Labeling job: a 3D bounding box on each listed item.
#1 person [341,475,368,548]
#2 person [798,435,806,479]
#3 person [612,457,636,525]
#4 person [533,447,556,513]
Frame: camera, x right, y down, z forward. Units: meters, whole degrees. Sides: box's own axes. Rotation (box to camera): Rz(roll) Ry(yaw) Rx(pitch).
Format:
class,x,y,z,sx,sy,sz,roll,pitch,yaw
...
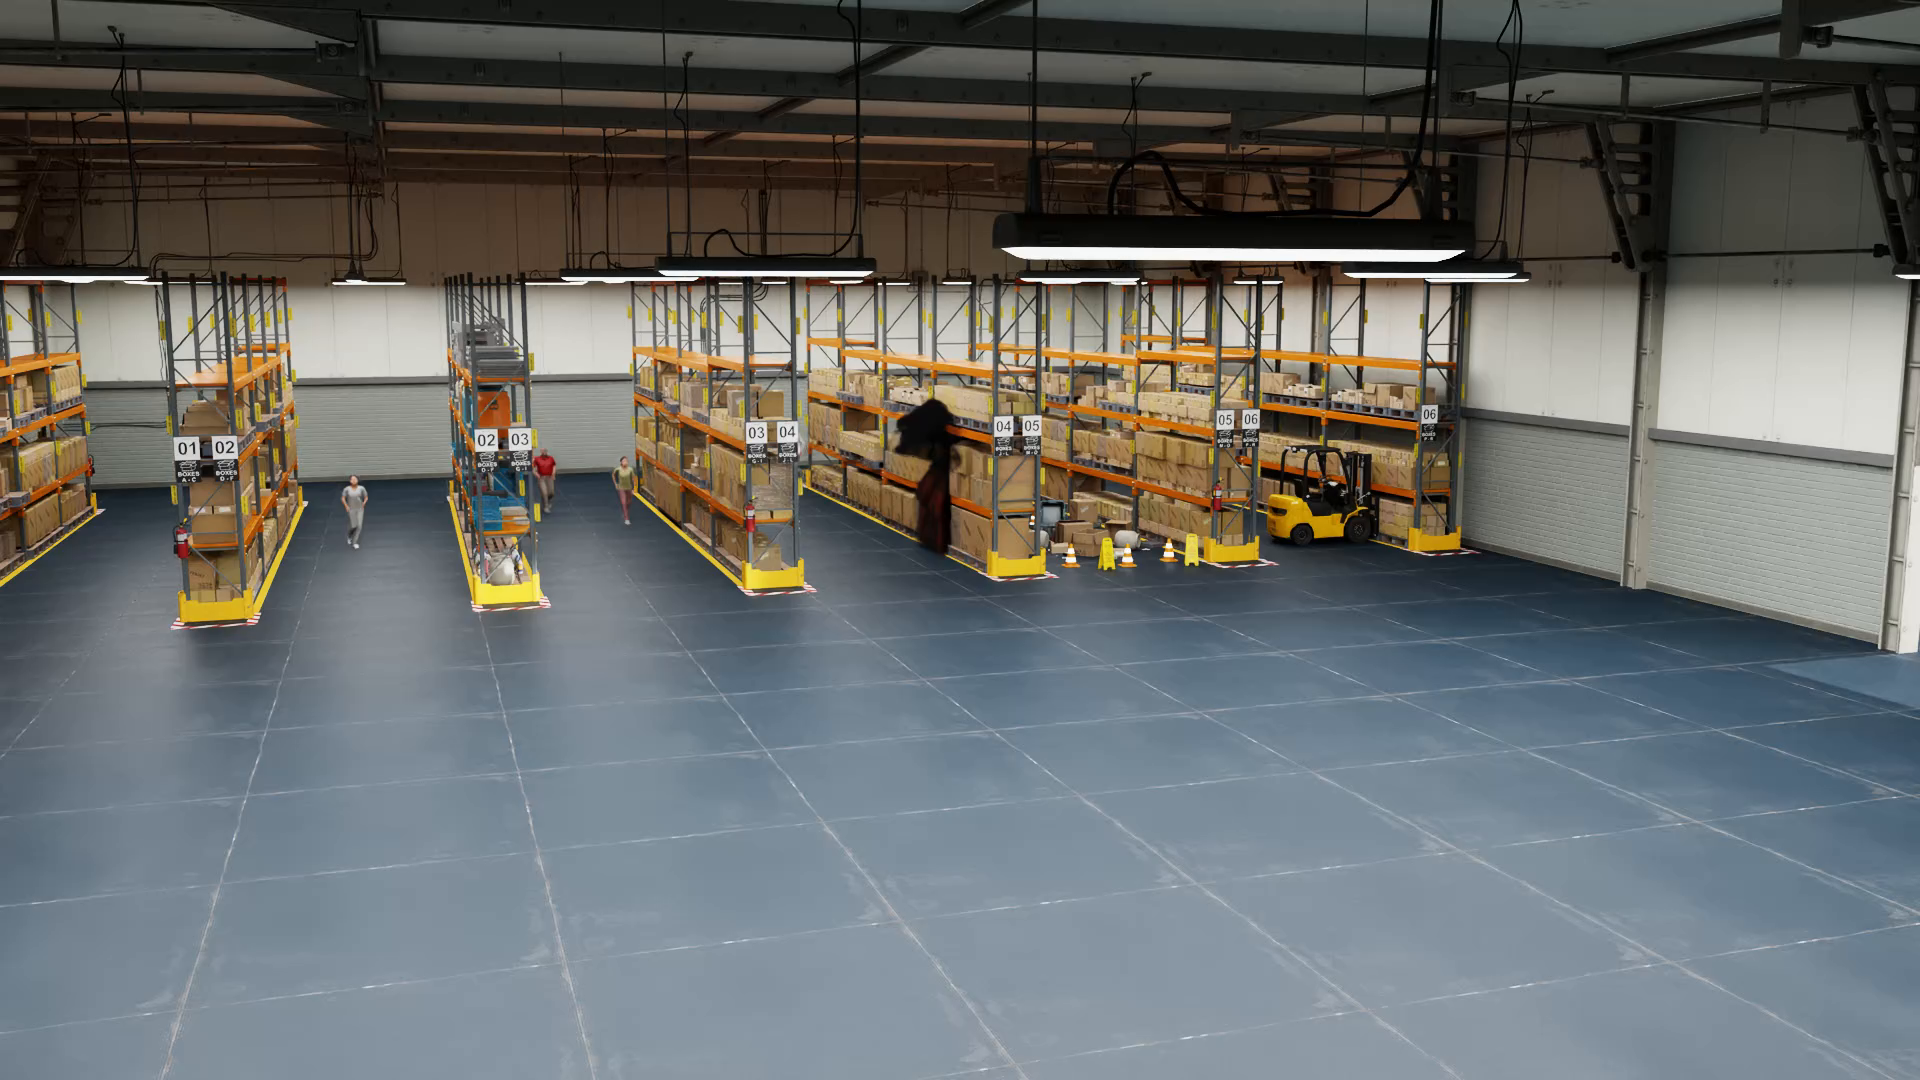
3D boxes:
class,x,y,z,sx,sy,sz,roll,pitch,yaw
person,-13.404,-0.623,36.919,0.556,1.610,0.535,-4,10,-27
person,-4.862,-2.526,49.082,0.749,1.764,0.697,-7,11,-39
person,-8.255,-1.237,40.875,0.561,1.649,0.877,-4,9,-23
person,-10.705,-1.555,42.787,0.671,1.693,0.603,-5,10,-28
